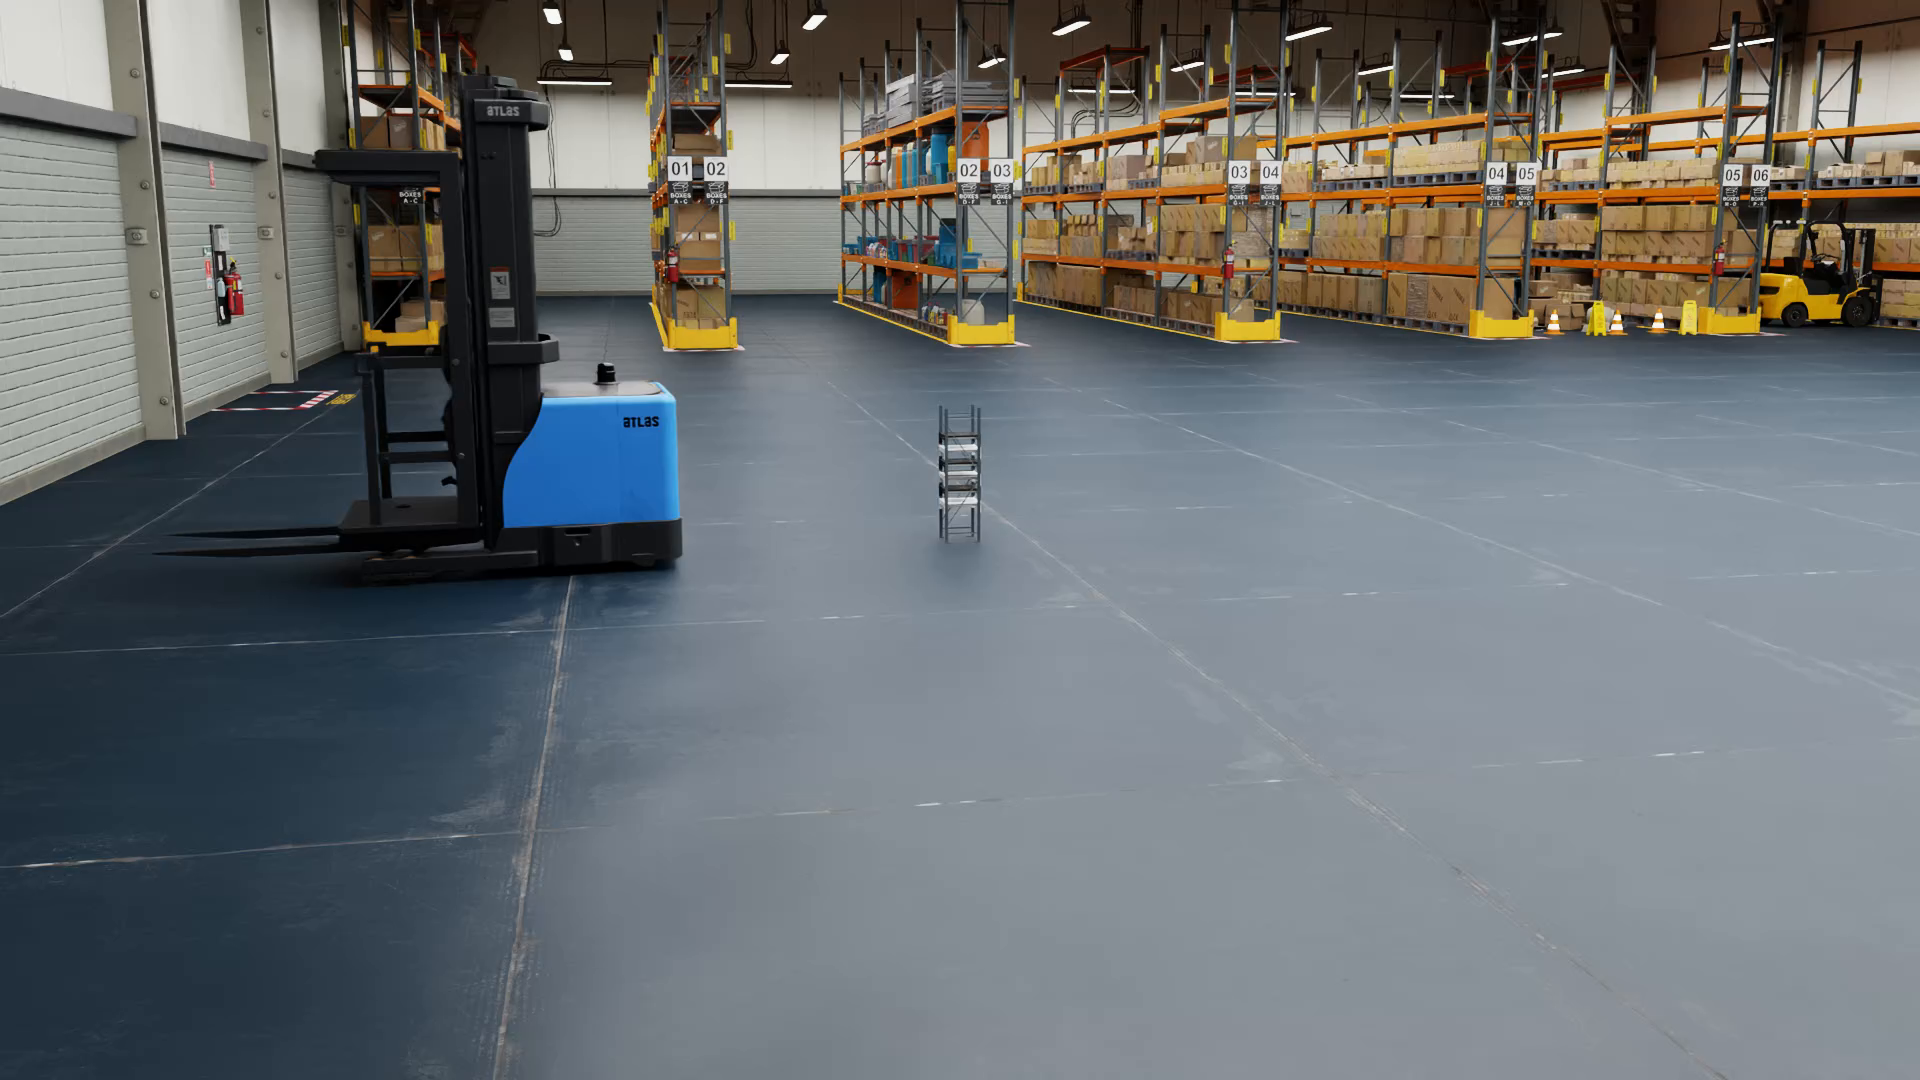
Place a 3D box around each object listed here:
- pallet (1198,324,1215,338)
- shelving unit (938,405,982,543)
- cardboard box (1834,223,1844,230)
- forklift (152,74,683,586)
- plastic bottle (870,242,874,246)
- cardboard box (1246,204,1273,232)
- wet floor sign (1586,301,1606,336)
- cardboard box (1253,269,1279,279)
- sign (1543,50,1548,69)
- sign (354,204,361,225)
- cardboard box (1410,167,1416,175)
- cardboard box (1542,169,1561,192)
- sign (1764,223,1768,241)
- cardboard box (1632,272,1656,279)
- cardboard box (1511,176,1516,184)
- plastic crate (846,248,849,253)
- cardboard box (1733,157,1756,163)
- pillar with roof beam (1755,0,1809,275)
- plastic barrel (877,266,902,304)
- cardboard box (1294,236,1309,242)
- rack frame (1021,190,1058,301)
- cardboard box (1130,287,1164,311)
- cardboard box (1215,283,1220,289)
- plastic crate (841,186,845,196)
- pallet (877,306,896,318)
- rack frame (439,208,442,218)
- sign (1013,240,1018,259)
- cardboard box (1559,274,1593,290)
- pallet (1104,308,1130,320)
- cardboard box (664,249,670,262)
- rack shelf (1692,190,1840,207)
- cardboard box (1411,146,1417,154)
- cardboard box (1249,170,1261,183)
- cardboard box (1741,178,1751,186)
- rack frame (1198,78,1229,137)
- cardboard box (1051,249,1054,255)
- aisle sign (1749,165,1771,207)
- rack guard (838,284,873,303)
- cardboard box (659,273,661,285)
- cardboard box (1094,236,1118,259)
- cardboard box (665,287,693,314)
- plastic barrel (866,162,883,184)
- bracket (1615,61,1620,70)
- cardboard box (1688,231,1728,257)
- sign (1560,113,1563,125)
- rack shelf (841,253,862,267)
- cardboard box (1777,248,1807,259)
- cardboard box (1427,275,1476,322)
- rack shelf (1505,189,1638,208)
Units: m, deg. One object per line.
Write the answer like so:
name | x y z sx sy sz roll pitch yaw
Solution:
pallet | 5.152 -3.940 31.332 1.003 0.211 1.213 -2 11 -11
shelving unit | -0.002 -0.444 11.120 0.258 0.900 0.210 -2 11 -11
cardboard box | 19.020 -6.723 35.700 0.380 0.149 0.250 -2 11 -10
forklift | -3.294 -1.278 10.072 3.031 2.935 1.130 -3 11 -15
plastic bottle | -2.143 -7.058 40.390 0.144 0.351 0.185 -2 11 -11
cardboard box | 5.451 -5.943 30.660 0.500 0.500 0.500 -2 11 -11
wet floor sign | 12.123 -4.217 31.629 0.267 0.644 0.232 -4 12 -21
cardboard box | 7.726 -6.710 41.984 0.500 0.250 0.500 -3 11 -14
sign | 10.721 -8.810 30.495 0.100 0.325 0.005 -2 11 -11
sign | -9.834 -5.313 27.144 0.100 0.325 0.005 -2 11 -11
cardboard box | 9.283 -7.428 33.460 0.380 0.149 0.250 -2 11 -12
cardboard box | 13.780 -8.219 38.056 0.797 0.503 0.637 -2 11 -11
sign | 15.543 -5.951 32.124 0.100 0.325 0.005 -2 11 -11
cardboard box | 14.206 -5.495 34.537 0.380 0.149 0.250 -1 11 -8
cardboard box | 13.234 -8.767 39.816 0.797 0.503 0.637 -3 11 -15
plastic crate | -2.842 -7.556 43.419 0.250 0.136 0.298 -2 11 -11
cardboard box | 15.142 -7.320 32.151 0.380 0.149 0.250 -2 11 -11
pillar with roof beam | 15.238 -9.739 38.295 9.100 9.000 0.548 -2 11 -11
plastic barrel | -1.675 -6.111 39.772 0.600 0.901 0.708 -2 11 -11
cardboard box | 8.077 -7.078 39.113 0.380 0.149 0.250 -2 11 -10
rack frame | 2.179 -8.080 45.626 1.000 3.000 0.127 -2 11 -11
cardboard box | 4.122 -5.274 36.391 0.700 0.500 0.500 -1 11 -6
cardboard box | 7.134 -6.898 45.123 0.380 0.149 0.250 -3 11 -14
plastic crate | -2.878 -9.228 43.987 0.497 0.269 0.590 -2 11 -11
pallet | -1.318 -5.206 37.983 1.003 0.211 1.213 -2 11 -11
rack frame | -11.620 -6.806 38.932 1.000 3.000 0.127 -2 11 -11
sign | 0.973 -5.121 29.337 0.100 0.325 0.005 -2 11 -11
cardboard box | 17.124 -7.136 46.227 0.700 0.500 0.500 -3 11 -13
pallet | 3.885 -5.100 37.424 1.003 0.211 1.213 -2 11 -11
cardboard box | -5.999 -6.038 35.137 0.500 0.311 0.500 -2 11 -12
rack shelf | 18.712 -7.908 38.622 1.077 0.370 4.000 -2 11 -11
cardboard box | 9.284 -7.819 33.383 0.380 0.149 0.250 -2 11 -12
cardboard box | 5.450 -6.643 30.455 0.500 0.250 0.500 -2 11 -9
cardboard box | 15.265 -6.929 32.226 0.380 0.149 0.250 -2 11 -11
rack frame | 7.063 -11.189 45.915 1.000 3.000 0.127 -2 11 -11
cardboard box | 2.526 -7.314 42.275 0.380 0.149 0.250 -2 11 -10
aisle sign | 15.327 -6.783 31.858 0.394 0.787 0.004 -2 11 -11
rack guard | -2.697 -6.676 44.934 1.175 0.500 0.348 -2 11 -11
cardboard box | -6.614 -5.970 38.045 0.500 0.250 0.500 -2 11 -12
cardboard box | 3.396 -6.743 38.336 0.500 0.500 0.500 -2 11 -9
cardboard box | -5.128 -4.372 30.370 0.500 0.500 0.500 -2 11 -11
plastic barrel | -2.045 -8.807 39.938 0.433 0.535 0.433 0 11 0
bracket | 17.865 -12.827 44.895 0.235 0.232 0.430 -2 11 -11
cardboard box | 14.635 -5.791 32.535 0.500 0.500 0.500 -2 11 -12
sign | 17.316 -12.122 47.895 0.100 0.325 0.005 -2 11 -11
rack shelf | -2.291 -7.180 42.820 1.077 0.370 4.000 -2 11 -11
cardboard box | 18.747 -6.430 37.358 0.500 0.250 0.500 -2 11 -10
cardboard box | 9.806 -4.753 32.706 0.875 0.875 0.875 -2 11 -12
rack shelf | 13.844 -7.726 37.670 1.077 0.370 4.000 -2 11 -11
